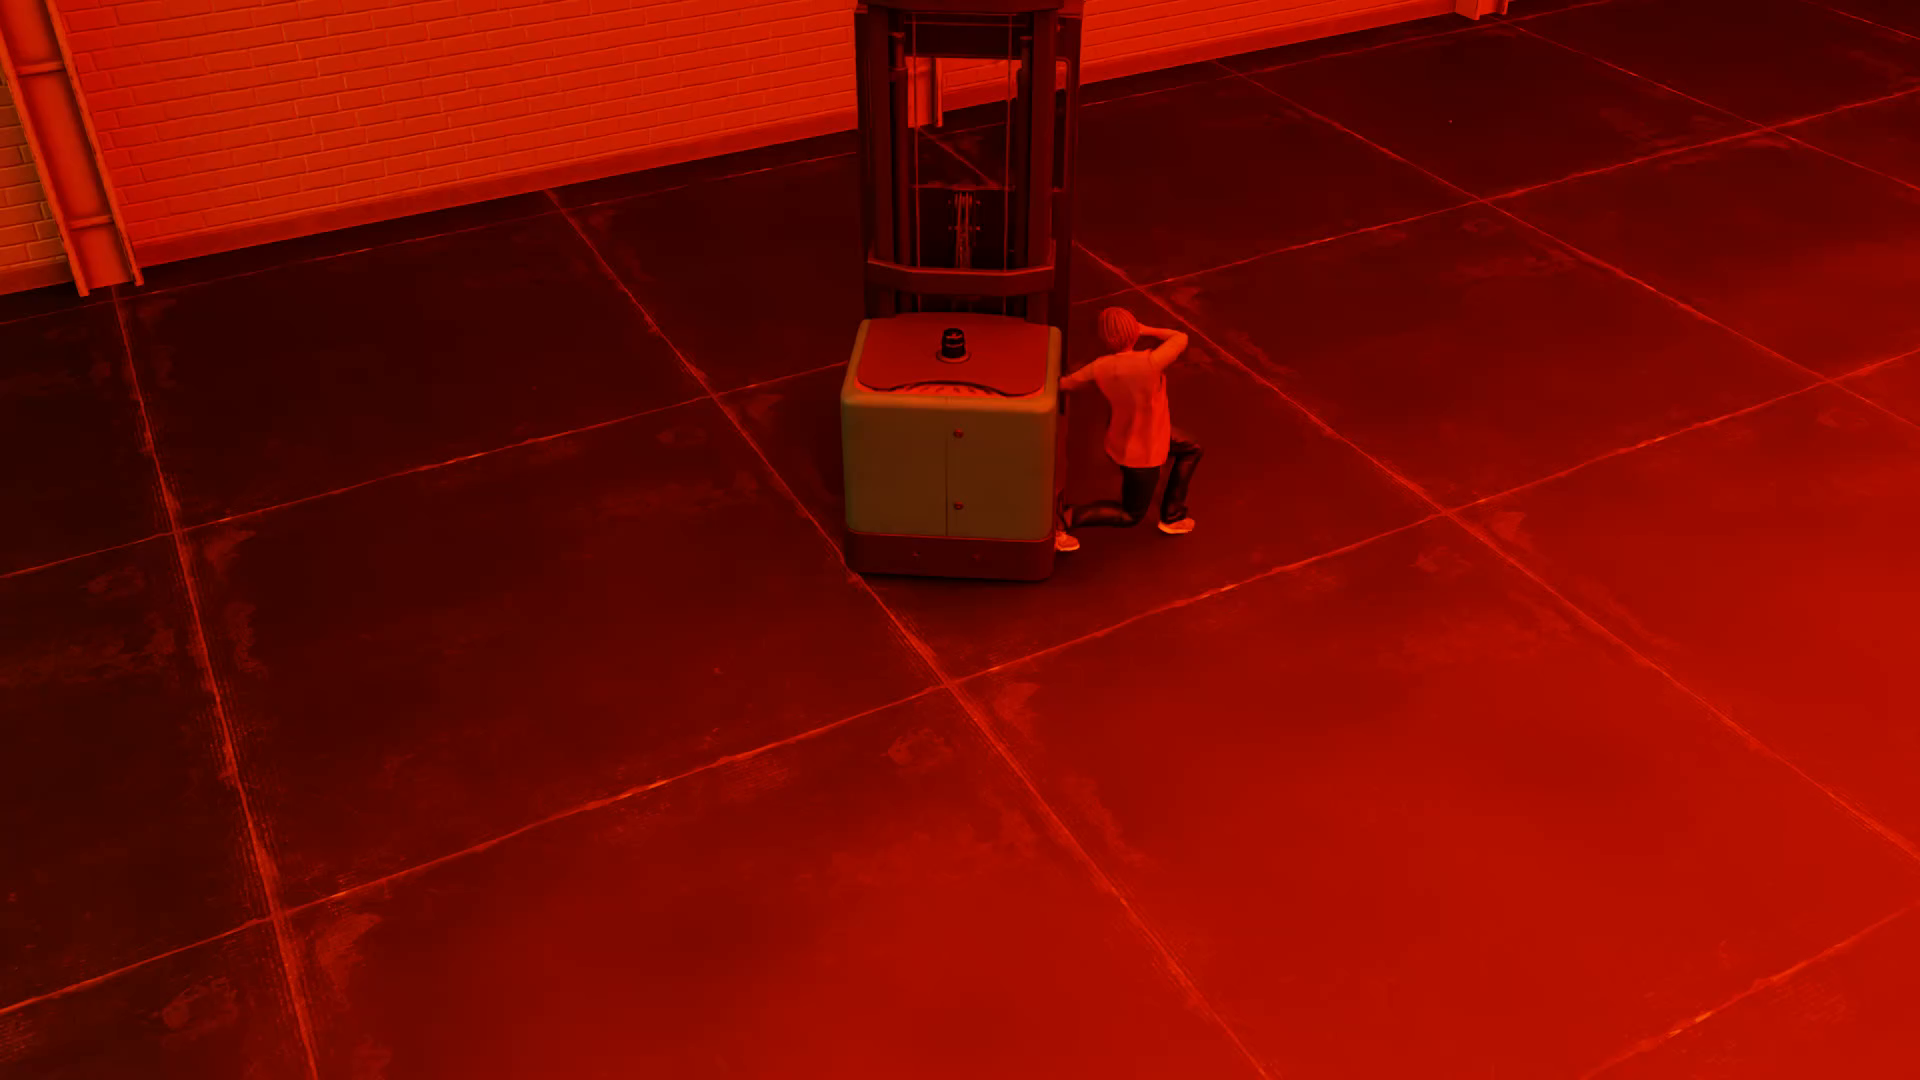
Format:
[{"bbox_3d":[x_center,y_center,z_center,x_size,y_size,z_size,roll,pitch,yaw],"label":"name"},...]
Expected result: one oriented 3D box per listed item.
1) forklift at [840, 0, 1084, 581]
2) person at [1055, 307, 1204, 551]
[{"bbox_3d":[0.060,-1.825,8.705,1.130,2.935,3.031,3,35,4],"label":"forklift"},{"bbox_3d":[0.767,-0.588,8.376,0.879,1.342,0.701,-18,39,-23],"label":"person"}]
